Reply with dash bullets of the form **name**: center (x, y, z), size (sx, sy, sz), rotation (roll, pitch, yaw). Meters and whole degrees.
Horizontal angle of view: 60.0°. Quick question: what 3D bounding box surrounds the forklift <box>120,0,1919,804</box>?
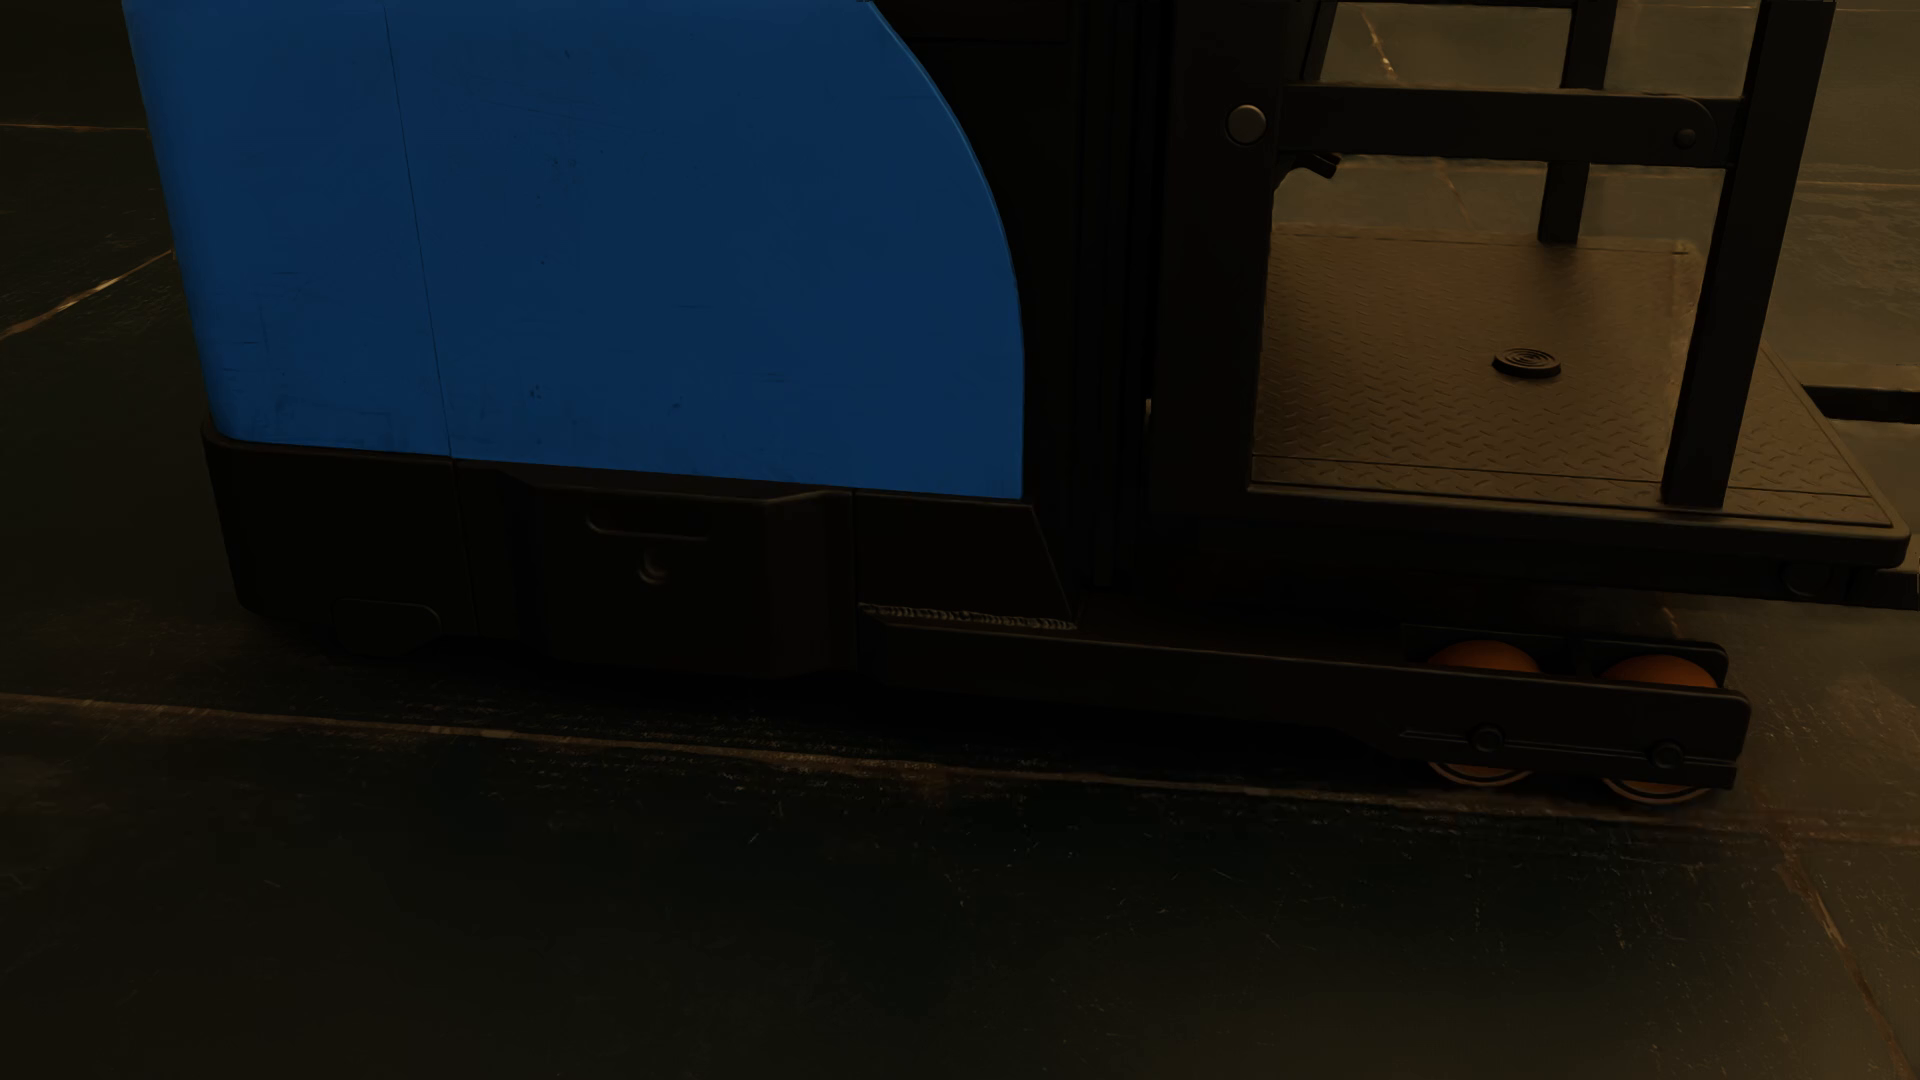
- **forklift**: center (0.604, -1.268, 1.758), size (3.031, 2.935, 1.130), rotation (4, 27, 9)
